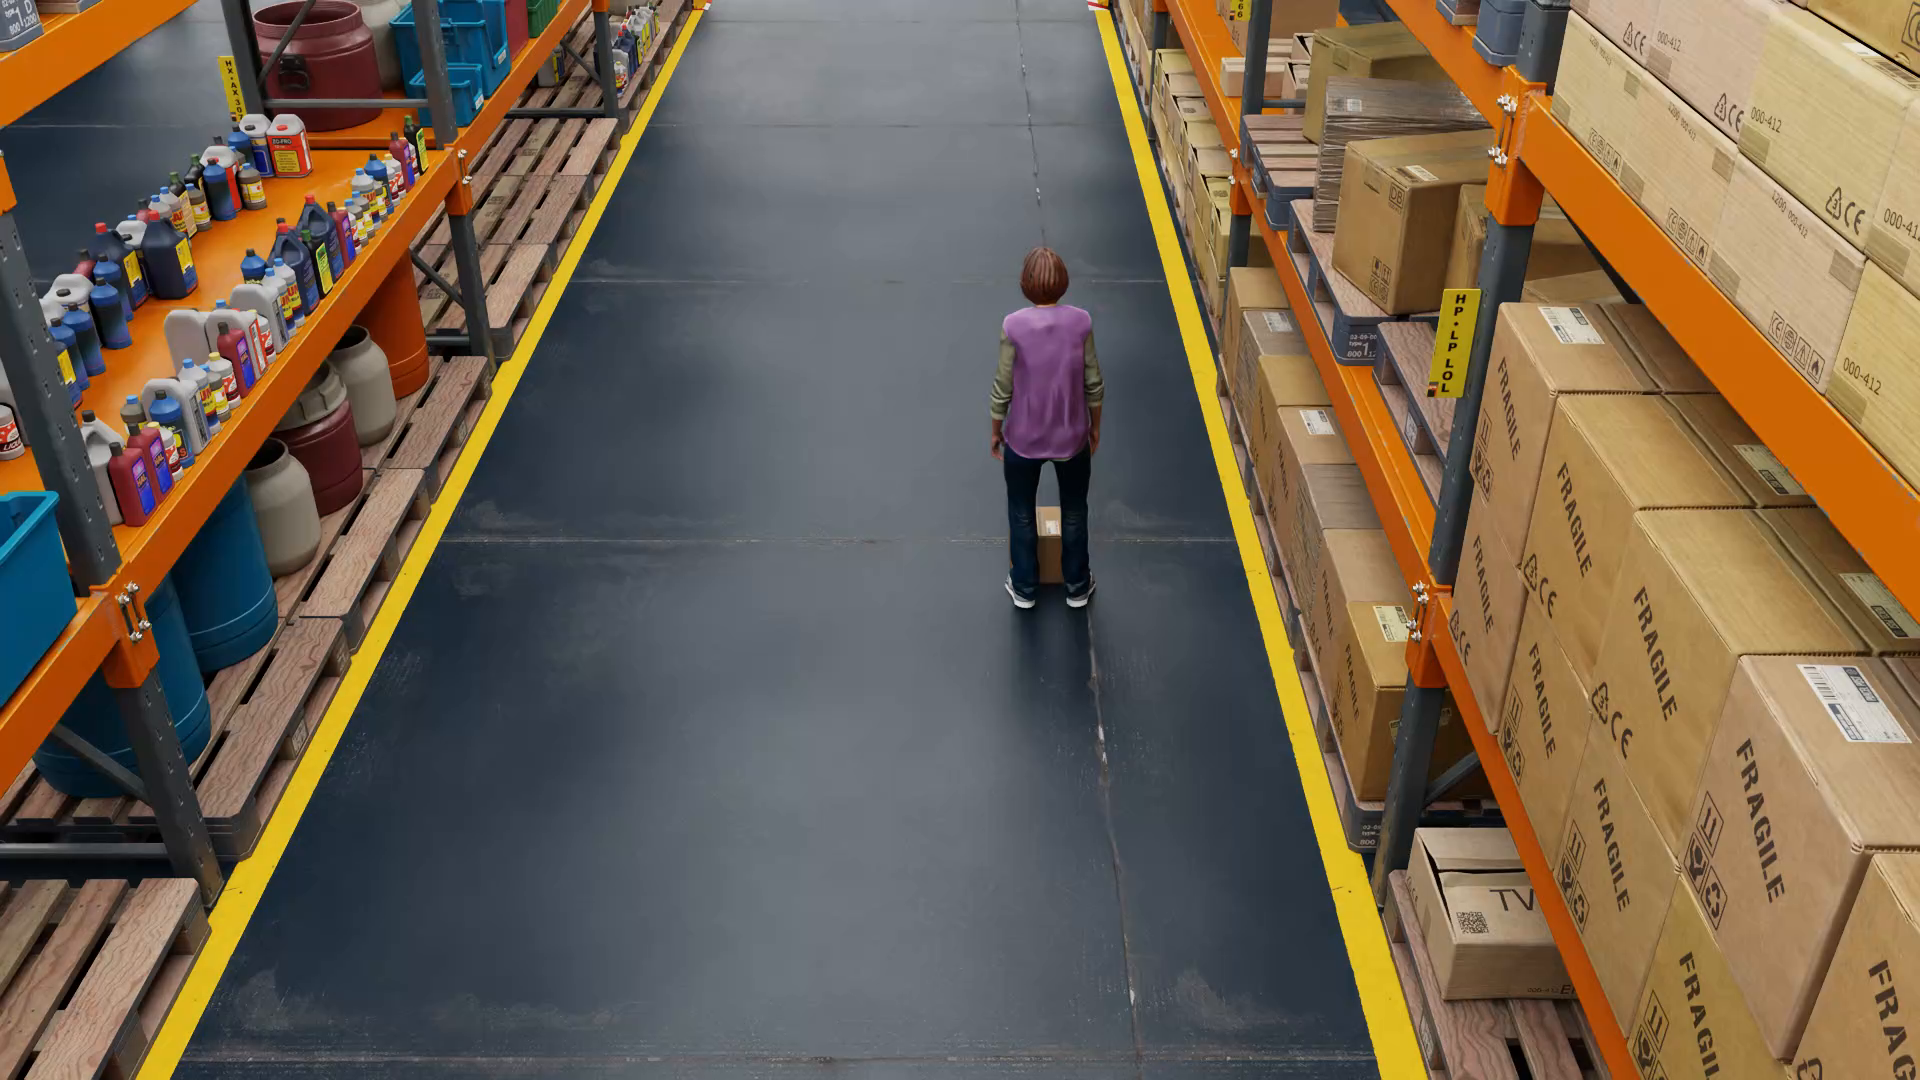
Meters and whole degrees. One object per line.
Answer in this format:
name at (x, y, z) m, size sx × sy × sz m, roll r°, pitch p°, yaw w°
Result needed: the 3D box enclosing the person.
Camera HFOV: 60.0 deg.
person at (0.358, -0.323, 6.892) m, size 0.482 × 1.352 × 0.330 m, roll -2°, pitch 32°, yaw -3°
